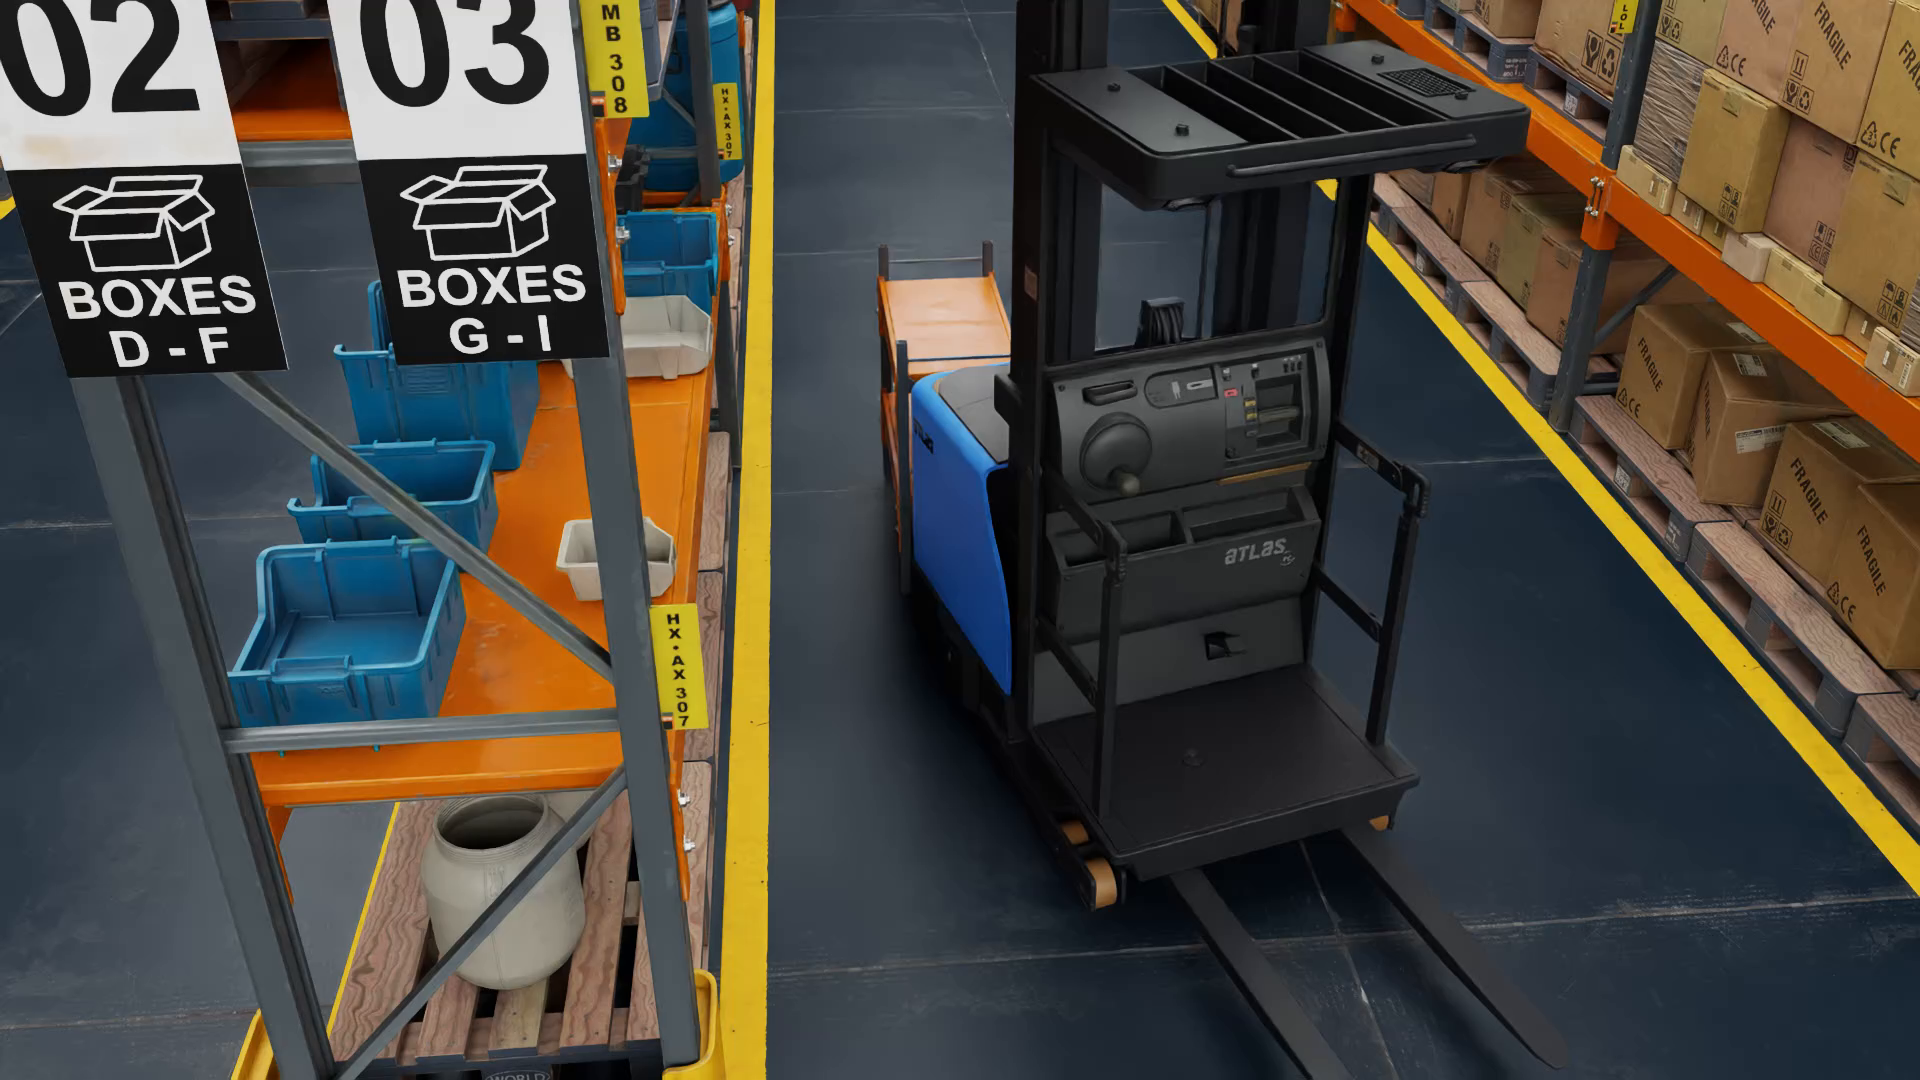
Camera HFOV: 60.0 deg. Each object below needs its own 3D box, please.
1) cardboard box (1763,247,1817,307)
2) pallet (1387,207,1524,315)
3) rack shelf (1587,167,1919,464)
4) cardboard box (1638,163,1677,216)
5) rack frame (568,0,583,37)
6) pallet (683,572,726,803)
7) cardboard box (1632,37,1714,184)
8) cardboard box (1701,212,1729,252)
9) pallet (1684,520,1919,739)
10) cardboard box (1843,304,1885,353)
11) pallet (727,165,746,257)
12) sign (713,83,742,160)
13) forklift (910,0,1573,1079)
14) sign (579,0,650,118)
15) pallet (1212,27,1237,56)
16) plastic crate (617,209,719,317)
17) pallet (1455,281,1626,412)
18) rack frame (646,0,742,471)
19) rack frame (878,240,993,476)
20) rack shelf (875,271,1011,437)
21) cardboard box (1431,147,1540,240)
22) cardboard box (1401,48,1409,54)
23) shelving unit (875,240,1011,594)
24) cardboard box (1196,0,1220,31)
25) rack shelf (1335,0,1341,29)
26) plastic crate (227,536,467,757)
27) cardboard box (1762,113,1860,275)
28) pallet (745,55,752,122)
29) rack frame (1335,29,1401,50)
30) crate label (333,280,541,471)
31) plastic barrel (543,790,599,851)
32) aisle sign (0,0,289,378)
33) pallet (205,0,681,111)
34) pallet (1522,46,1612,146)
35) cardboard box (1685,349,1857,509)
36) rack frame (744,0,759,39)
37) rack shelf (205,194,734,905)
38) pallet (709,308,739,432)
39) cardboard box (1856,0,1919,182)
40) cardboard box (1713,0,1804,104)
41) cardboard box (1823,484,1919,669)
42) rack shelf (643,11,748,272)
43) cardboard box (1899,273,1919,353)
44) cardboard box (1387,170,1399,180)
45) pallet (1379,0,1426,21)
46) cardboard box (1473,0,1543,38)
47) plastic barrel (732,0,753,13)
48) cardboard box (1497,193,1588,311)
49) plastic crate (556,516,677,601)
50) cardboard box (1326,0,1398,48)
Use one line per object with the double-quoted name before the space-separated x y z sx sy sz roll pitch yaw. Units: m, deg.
"cardboard box" 3.266 -0.990 6.228 0.380 0.149 0.250 -3 31 -5
"pallet" 3.213 -1.684 9.864 1.003 0.211 1.213 -3 31 -5
"rack shelf" 3.591 -0.530 5.913 1.077 0.370 4.000 -3 31 -5
"cardboard box" 3.135 -1.499 7.080 0.380 0.149 0.250 -3 31 -5
"rack frame" -1.154 -2.155 2.083 1.000 3.000 0.127 -3 31 -5
"pallet" -1.389 0.544 6.133 1.003 0.211 1.213 -3 31 -5
"cardboard box" 3.384 -1.797 6.946 0.875 0.500 0.500 -3 31 -5
"cardboard box" 3.219 -1.246 6.655 0.380 0.149 0.250 -3 31 -5
"pallet" 3.619 0.303 6.537 1.003 0.211 1.213 -3 31 -5
"cardboard box" 3.347 -0.737 5.803 0.380 0.149 0.250 -3 31 -5
"pallet" -1.867 -2.070 10.509 1.003 0.211 1.213 -3 31 -5
"sign" -0.979 -1.762 7.004 0.100 0.325 0.005 -3 31 -5
"forklift" 0.800 -0.329 4.942 1.130 2.935 3.031 -11 33 -18
"sign" -0.606 -0.896 2.891 0.100 0.325 0.005 -3 31 -5
"pallet" 2.804 -4.356 14.338 1.003 0.211 1.213 -3 31 -5
"plastic crate" -1.154 -1.006 6.155 0.499 0.251 0.616 -3 31 -5
"pallet" 3.330 -1.060 8.818 1.003 0.211 1.213 -3 31 -5
"rack frame" -1.527 -1.622 7.041 1.000 3.000 0.127 -3 31 -5
"rack frame" -0.106 -0.801 7.495 0.500 1.125 0.032 -3 31 -5
"rack shelf" -0.050 -0.793 6.911 0.538 0.278 1.000 -3 31 -5
"cardboard box" 3.237 -2.105 9.857 0.700 0.500 0.500 0 31 0
"cardboard box" 3.123 -2.999 10.623 0.500 0.250 0.500 -2 31 -3
"shelving unit" -0.050 -0.542 7.061 0.538 1.125 1.048 -3 31 -5
"cardboard box" 2.736 -4.886 14.168 1.225 0.875 0.875 -3 31 -4
"rack shelf" 2.843 -4.614 12.751 1.077 0.370 4.000 -3 31 -5
"plastic crate" -1.498 0.243 4.064 0.499 0.251 0.616 -3 31 -5
"cardboard box" 3.543 -1.290 6.097 0.875 0.500 0.500 -3 31 -5
"pallet" -2.127 -3.489 12.886 1.003 0.211 1.213 -3 31 -5
"rack frame" 3.030 -3.902 10.857 1.000 3.000 0.127 -3 31 -5
"crate label" -1.595 -0.522 5.164 0.502 0.435 0.616 -3 31 -5
"plastic barrel" -1.338 0.720 5.137 0.421 0.512 0.421 0 31 0
"aisle sign" -1.443 -0.645 2.870 0.394 0.787 0.004 -3 31 -5
"pallet" -1.134 -1.214 3.616 1.003 0.211 1.213 -3 31 -5
"pallet" 3.477 -2.174 8.152 1.003 0.211 1.213 -3 31 -5
"cardboard box" 3.463 -0.468 7.137 0.500 0.500 0.500 7 32 11
"rack frame" -2.275 -5.707 13.879 1.000 3.000 0.127 -3 31 -5
"rack shelf" -1.341 -0.292 5.516 1.077 0.370 4.000 -3 31 -5
"pallet" -1.639 -0.824 8.424 1.003 0.211 1.213 -3 31 -5
"cardboard box" 3.345 -1.452 5.393 0.500 0.500 0.500 -3 31 -5
"cardboard box" 3.241 -1.962 6.247 0.500 0.500 0.500 -3 31 -5
"cardboard box" 3.606 0.132 6.132 0.500 0.500 0.500 0 31 0
"rack shelf" -1.714 -2.334 8.935 1.077 0.370 4.000 -3 31 -5
"cardboard box" 3.584 -0.777 5.238 0.875 0.500 0.500 -3 31 -5
"cardboard box" 3.113 -2.676 10.814 0.700 0.500 0.500 -4 31 -7
"pallet" 3.203 -3.461 10.306 1.213 0.211 1.003 -3 31 -5
"cardboard box" 3.150 -2.965 8.778 0.797 0.503 0.637 0 31 0
"plastic barrel" -1.556 -3.500 10.052 0.600 0.536 0.708 -3 31 -5
"cardboard box" 3.342 -1.534 8.902 0.700 0.500 0.500 -3 31 -5
"plastic crate" -0.917 0.061 4.480 0.298 0.136 0.250 -3 31 -5
"cardboard box" 2.986 -3.523 11.886 1.225 0.875 0.875 -4 31 -7
